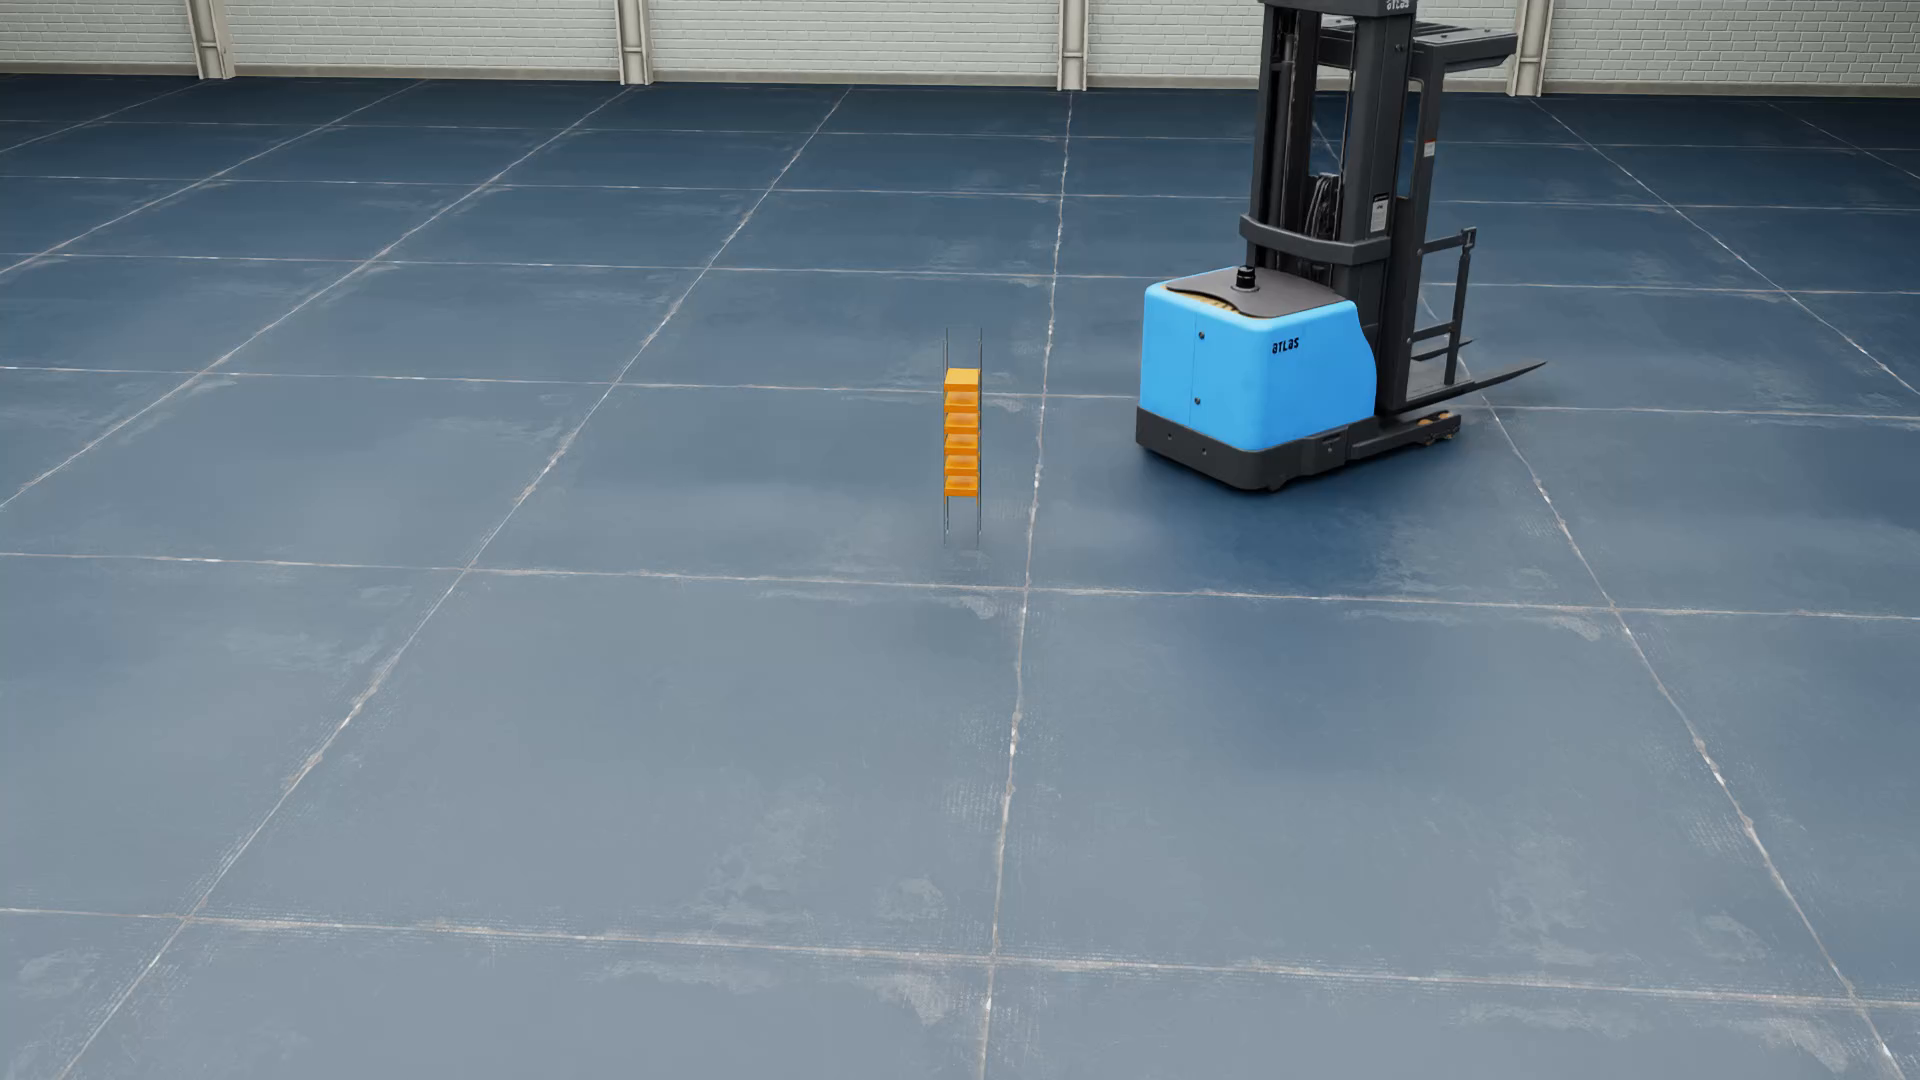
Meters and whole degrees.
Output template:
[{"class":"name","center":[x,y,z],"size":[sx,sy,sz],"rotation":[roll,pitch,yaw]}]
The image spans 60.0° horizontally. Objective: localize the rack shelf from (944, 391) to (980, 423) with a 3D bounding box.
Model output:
[{"class":"rack shelf","center":[0.014,-0.722,8.916],"size":[0.180,0.103,0.258],"rotation":[2,25,4]}]

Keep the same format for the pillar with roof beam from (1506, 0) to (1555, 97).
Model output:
[{"class":"pillar with roof beam","center":[7.173,-8.232,16.375],"size":[0.400,9.000,9.100],"rotation":[2,25,4]}]

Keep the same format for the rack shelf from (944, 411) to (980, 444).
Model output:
[{"class":"rack shelf","center":[0.014,-0.613,8.967],"size":[0.180,0.103,0.258],"rotation":[2,25,4]}]

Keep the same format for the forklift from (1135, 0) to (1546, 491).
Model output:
[{"class":"forklift","center":[2.591,-2.091,10.287],"size":[3.031,2.935,1.130],"rotation":[-17,30,-32]}]

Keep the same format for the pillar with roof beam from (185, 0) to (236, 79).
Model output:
[{"class":"pillar with roof beam","center":[-10.774,-8.808,17.627],"size":[0.400,9.000,9.100],"rotation":[2,25,4]}]

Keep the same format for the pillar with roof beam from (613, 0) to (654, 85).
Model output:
[{"class":"pillar with roof beam","center":[-4.791,-8.616,17.210],"size":[0.400,9.000,9.100],"rotation":[2,25,4]}]

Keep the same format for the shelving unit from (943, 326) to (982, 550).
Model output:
[{"class":"shelving unit","center":[0.014,-0.545,8.998],"size":[0.189,1.200,0.258],"rotation":[2,25,4]}]

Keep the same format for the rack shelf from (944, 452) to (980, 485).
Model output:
[{"class":"rack shelf","center":[0.014,-0.395,9.067],"size":[0.180,0.103,0.258],"rotation":[2,25,4]}]

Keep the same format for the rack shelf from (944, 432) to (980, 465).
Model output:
[{"class":"rack shelf","center":[0.014,-0.504,9.017],"size":[0.180,0.103,0.258],"rotation":[2,25,4]}]

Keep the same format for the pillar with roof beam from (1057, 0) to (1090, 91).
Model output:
[{"class":"pillar with roof beam","center":[1.191,-8.424,16.792],"size":[0.400,9.000,9.100],"rotation":[2,25,4]}]

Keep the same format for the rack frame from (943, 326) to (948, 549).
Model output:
[{"class":"rack frame","center":[-0.077,-0.548,9.005],"size":[0.006,1.200,0.240],"rotation":[2,25,4]}]

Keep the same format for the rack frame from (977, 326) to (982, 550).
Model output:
[{"class":"rack frame","center":[0.106,-0.542,8.992],"size":[0.006,1.200,0.240],"rotation":[2,25,4]}]

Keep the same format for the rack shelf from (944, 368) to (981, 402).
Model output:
[{"class":"rack shelf","center":[0.014,-0.831,8.866],"size":[0.180,0.103,0.258],"rotation":[2,25,4]}]

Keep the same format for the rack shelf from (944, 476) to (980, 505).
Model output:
[{"class":"rack shelf","center":[0.014,-0.286,9.117],"size":[0.180,0.103,0.258],"rotation":[2,25,4]}]
